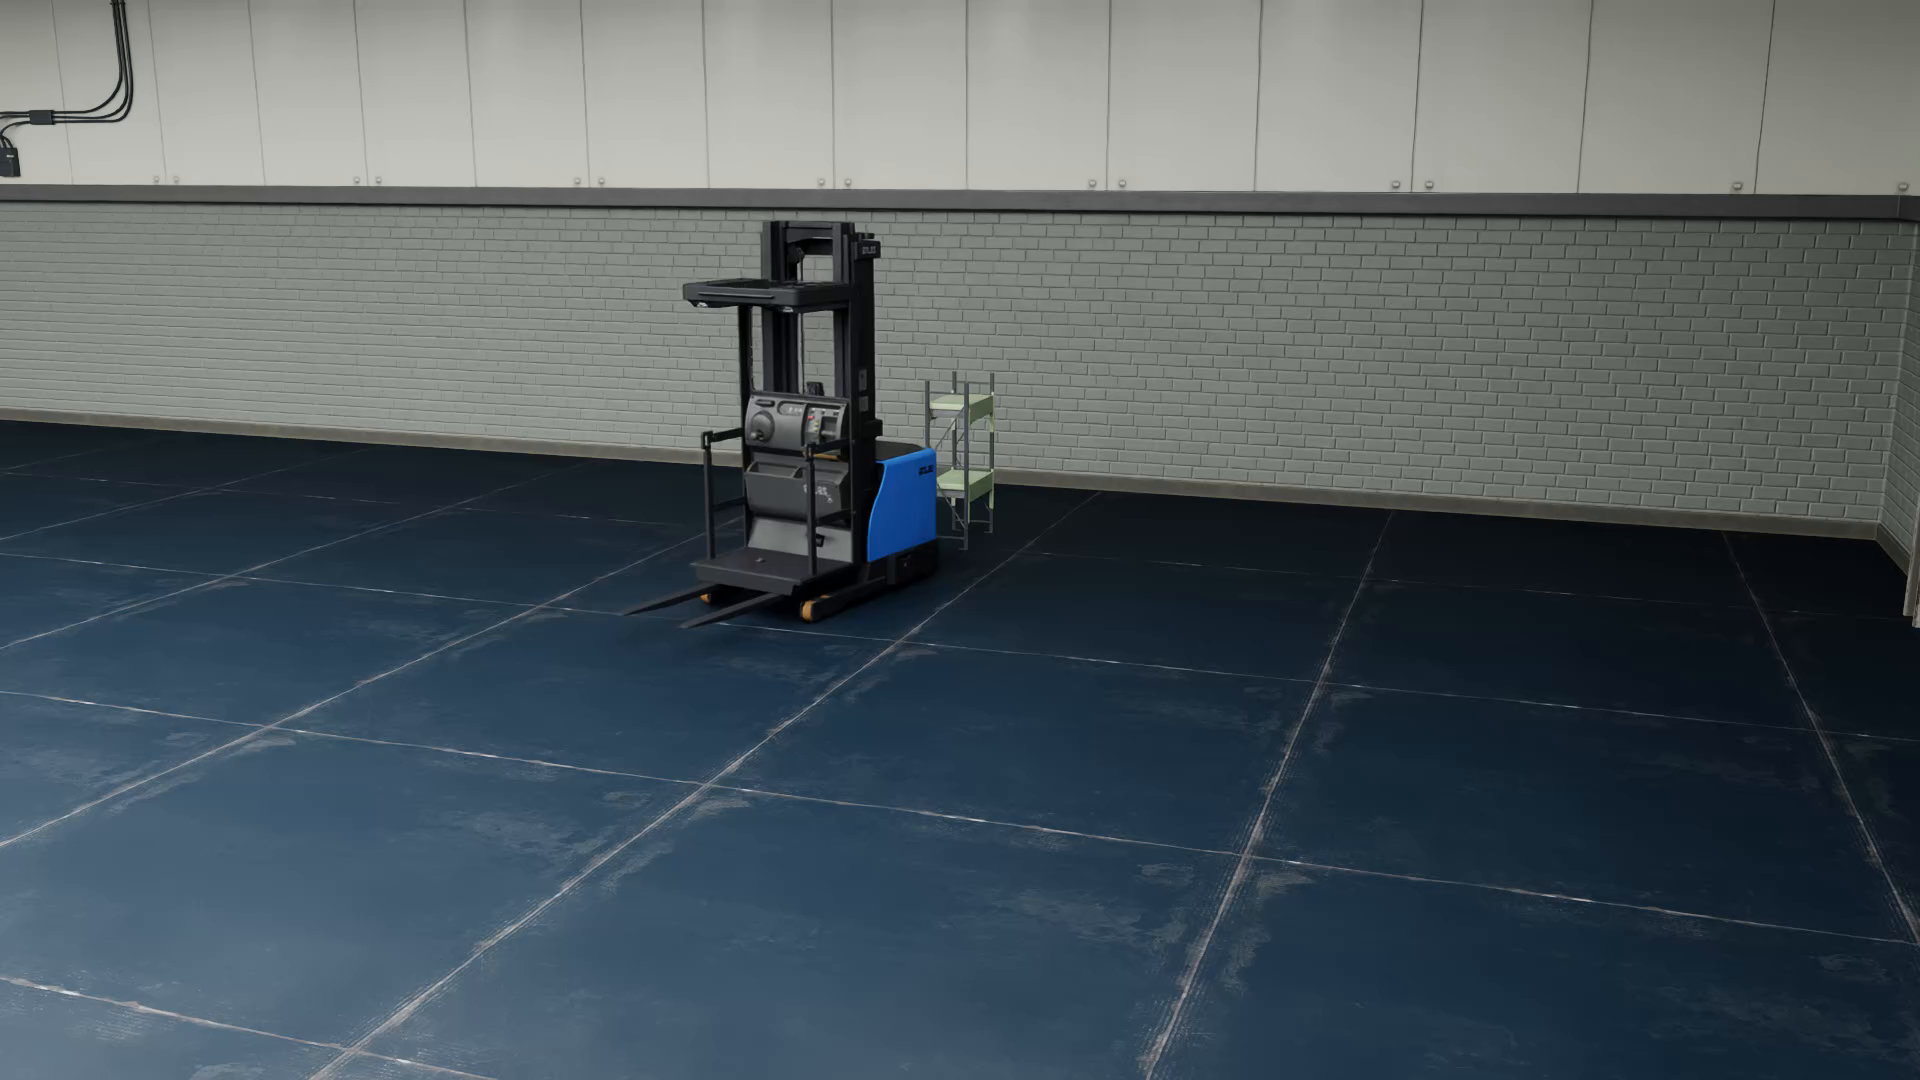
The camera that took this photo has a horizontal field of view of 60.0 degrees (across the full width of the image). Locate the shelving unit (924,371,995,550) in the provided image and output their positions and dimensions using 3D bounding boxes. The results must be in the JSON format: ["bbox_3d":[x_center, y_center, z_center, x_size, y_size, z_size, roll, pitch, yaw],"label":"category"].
[{"bbox_3d":[0.002,-0.733,15.089,0.431,1.500,0.755,4,14,18],"label":"shelving unit"}]

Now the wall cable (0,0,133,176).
[{"bbox_3d":[-11.300,-7.533,20.388,2.305,6.003,0.169,4,14,18],"label":"wall cable"}]

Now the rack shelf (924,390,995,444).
[{"bbox_3d":[0.002,-1.113,15.002,0.431,0.370,0.720,4,14,18],"label":"rack shelf"}]

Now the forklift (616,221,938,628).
[{"bbox_3d":[-1.388,-0.927,12.726,1.130,2.935,3.031,8,15,31],"label":"forklift"}]

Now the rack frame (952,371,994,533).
[{"bbox_3d":[0.121,-0.810,15.427,0.400,1.500,0.023,4,14,18],"label":"rack frame"}]

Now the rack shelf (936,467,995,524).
[{"bbox_3d":[0.002,-0.415,15.162,0.431,0.370,0.720,4,14,18],"label":"rack shelf"}]

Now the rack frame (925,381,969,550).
[{"bbox_3d":[-0.116,-0.656,14.752,0.400,1.500,0.023,4,14,18],"label":"rack frame"}]

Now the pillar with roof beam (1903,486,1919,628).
[{"bbox_3d":[3.250,-4.079,12.897,9.100,9.000,0.400,4,14,18],"label":"pillar with roof beam"}]
